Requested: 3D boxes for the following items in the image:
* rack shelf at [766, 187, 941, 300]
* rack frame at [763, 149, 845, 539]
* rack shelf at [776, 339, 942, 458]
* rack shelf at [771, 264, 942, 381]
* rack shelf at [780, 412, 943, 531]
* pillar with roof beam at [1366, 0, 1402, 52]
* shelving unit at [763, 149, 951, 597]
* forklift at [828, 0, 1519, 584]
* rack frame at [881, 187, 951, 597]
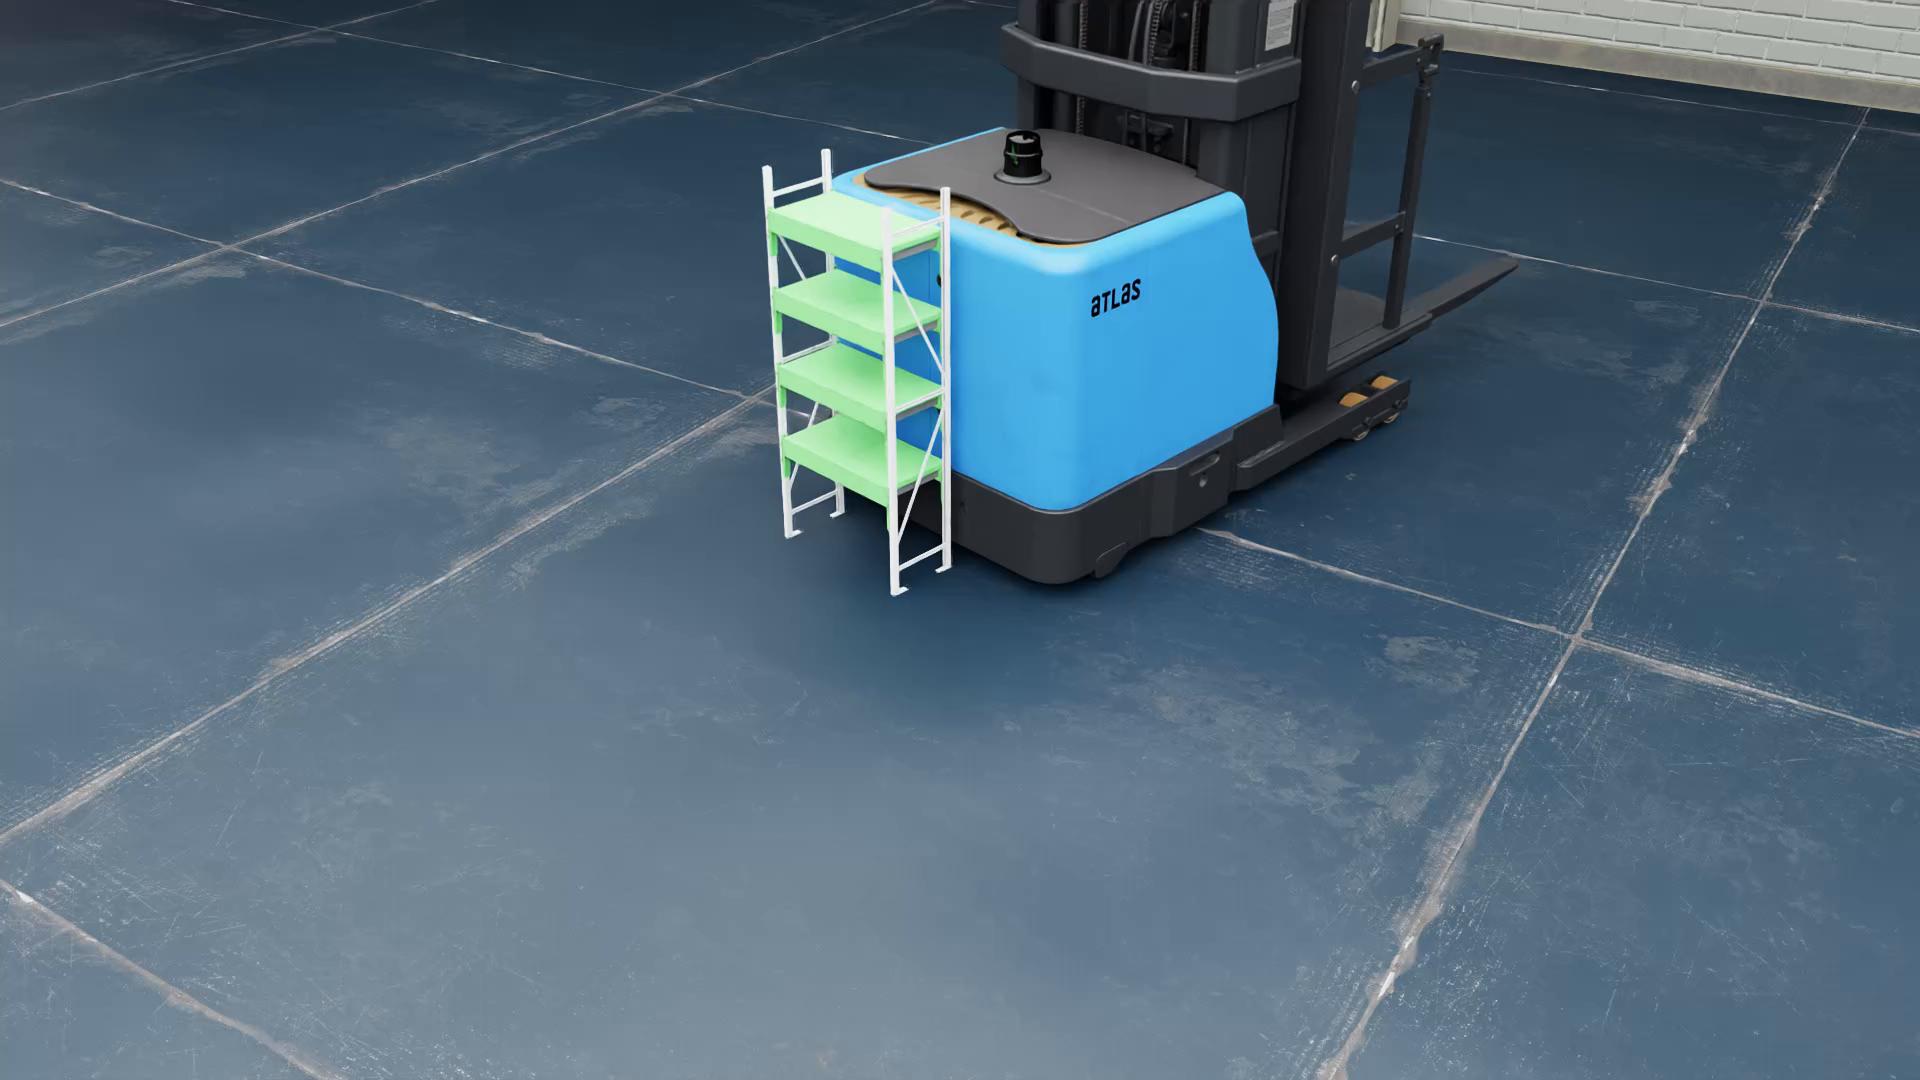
[{"bbox_3d":[-0.291,-0.840,4.673,0.480,0.148,0.258,26,39,37],"label":"rack shelf"},{"bbox_3d":[-0.464,-0.567,5.031,0.015,1.200,0.240,26,39,37],"label":"rack frame"},{"bbox_3d":[-0.291,-0.425,4.915,0.480,0.148,0.258,26,39,37],"label":"rack shelf"},{"bbox_3d":[-0.291,-0.633,4.794,0.480,0.148,0.258,26,39,37],"label":"rack shelf"},{"bbox_3d":[-0.290,-0.218,5.036,0.480,0.148,0.258,26,39,37],"label":"rack shelf"},{"bbox_3d":[0.294,-5.267,5.348,0.400,9.000,9.100,18,35,27],"label":"pillar with roof beam"},{"bbox_3d":[-0.291,-0.481,4.883,0.503,1.200,0.258,26,39,37],"label":"shelving unit"},{"bbox_3d":[0.969,-1.779,5.391,1.130,2.935,3.031,26,39,37],"label":"forklift"},{"bbox_3d":[-0.117,-0.394,4.735,0.015,1.200,0.240,26,39,37],"label":"rack frame"}]
